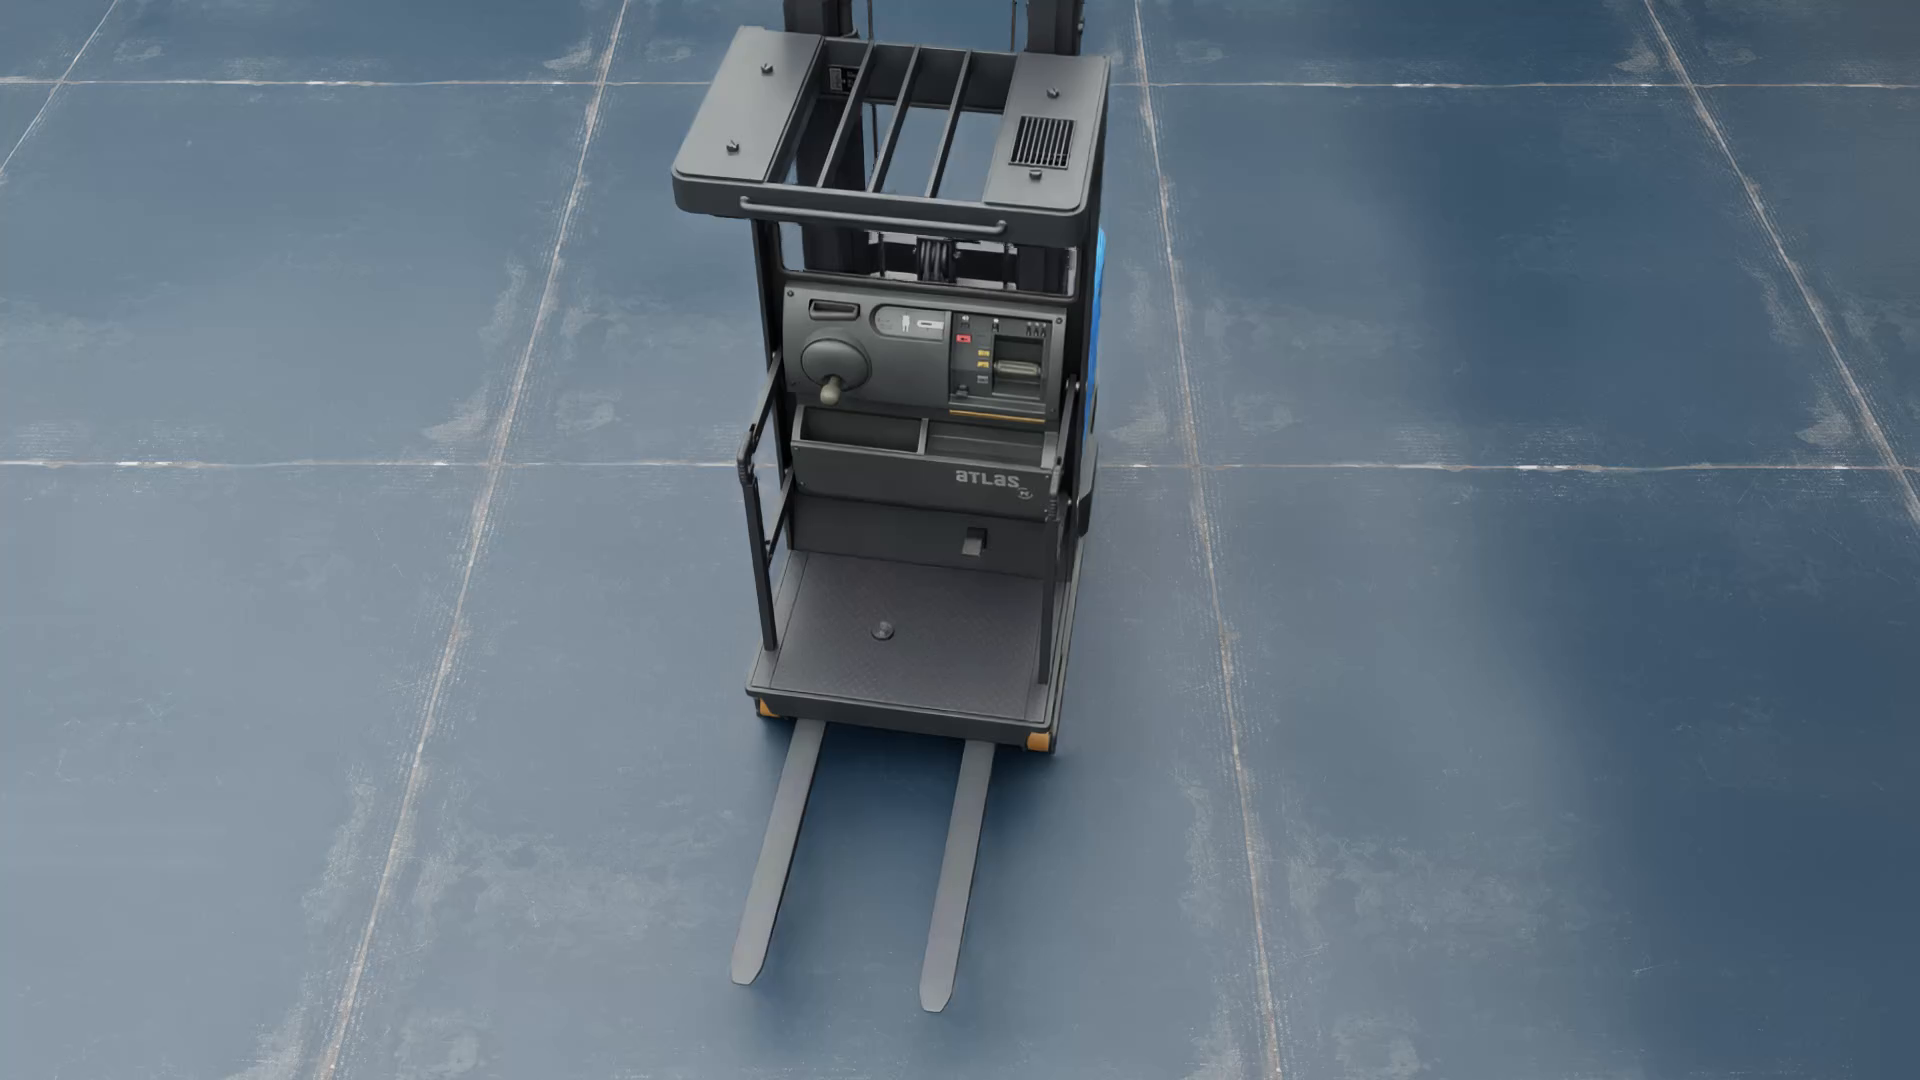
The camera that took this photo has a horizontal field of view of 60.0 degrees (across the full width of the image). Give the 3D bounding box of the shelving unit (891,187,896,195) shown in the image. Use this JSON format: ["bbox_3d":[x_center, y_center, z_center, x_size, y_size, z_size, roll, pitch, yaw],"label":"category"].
[{"bbox_3d":[-0.238,-1.064,7.207,0.258,0.900,0.210,24,51,21],"label":"shelving unit"}]

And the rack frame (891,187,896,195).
[{"bbox_3d":[-0.185,-1.128,7.266,0.240,0.900,0.006,24,51,21],"label":"rack frame"}]

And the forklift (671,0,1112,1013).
[{"bbox_3d":[-0.152,-0.511,5.304,1.130,2.935,3.031,7,47,6],"label":"forklift"}]
